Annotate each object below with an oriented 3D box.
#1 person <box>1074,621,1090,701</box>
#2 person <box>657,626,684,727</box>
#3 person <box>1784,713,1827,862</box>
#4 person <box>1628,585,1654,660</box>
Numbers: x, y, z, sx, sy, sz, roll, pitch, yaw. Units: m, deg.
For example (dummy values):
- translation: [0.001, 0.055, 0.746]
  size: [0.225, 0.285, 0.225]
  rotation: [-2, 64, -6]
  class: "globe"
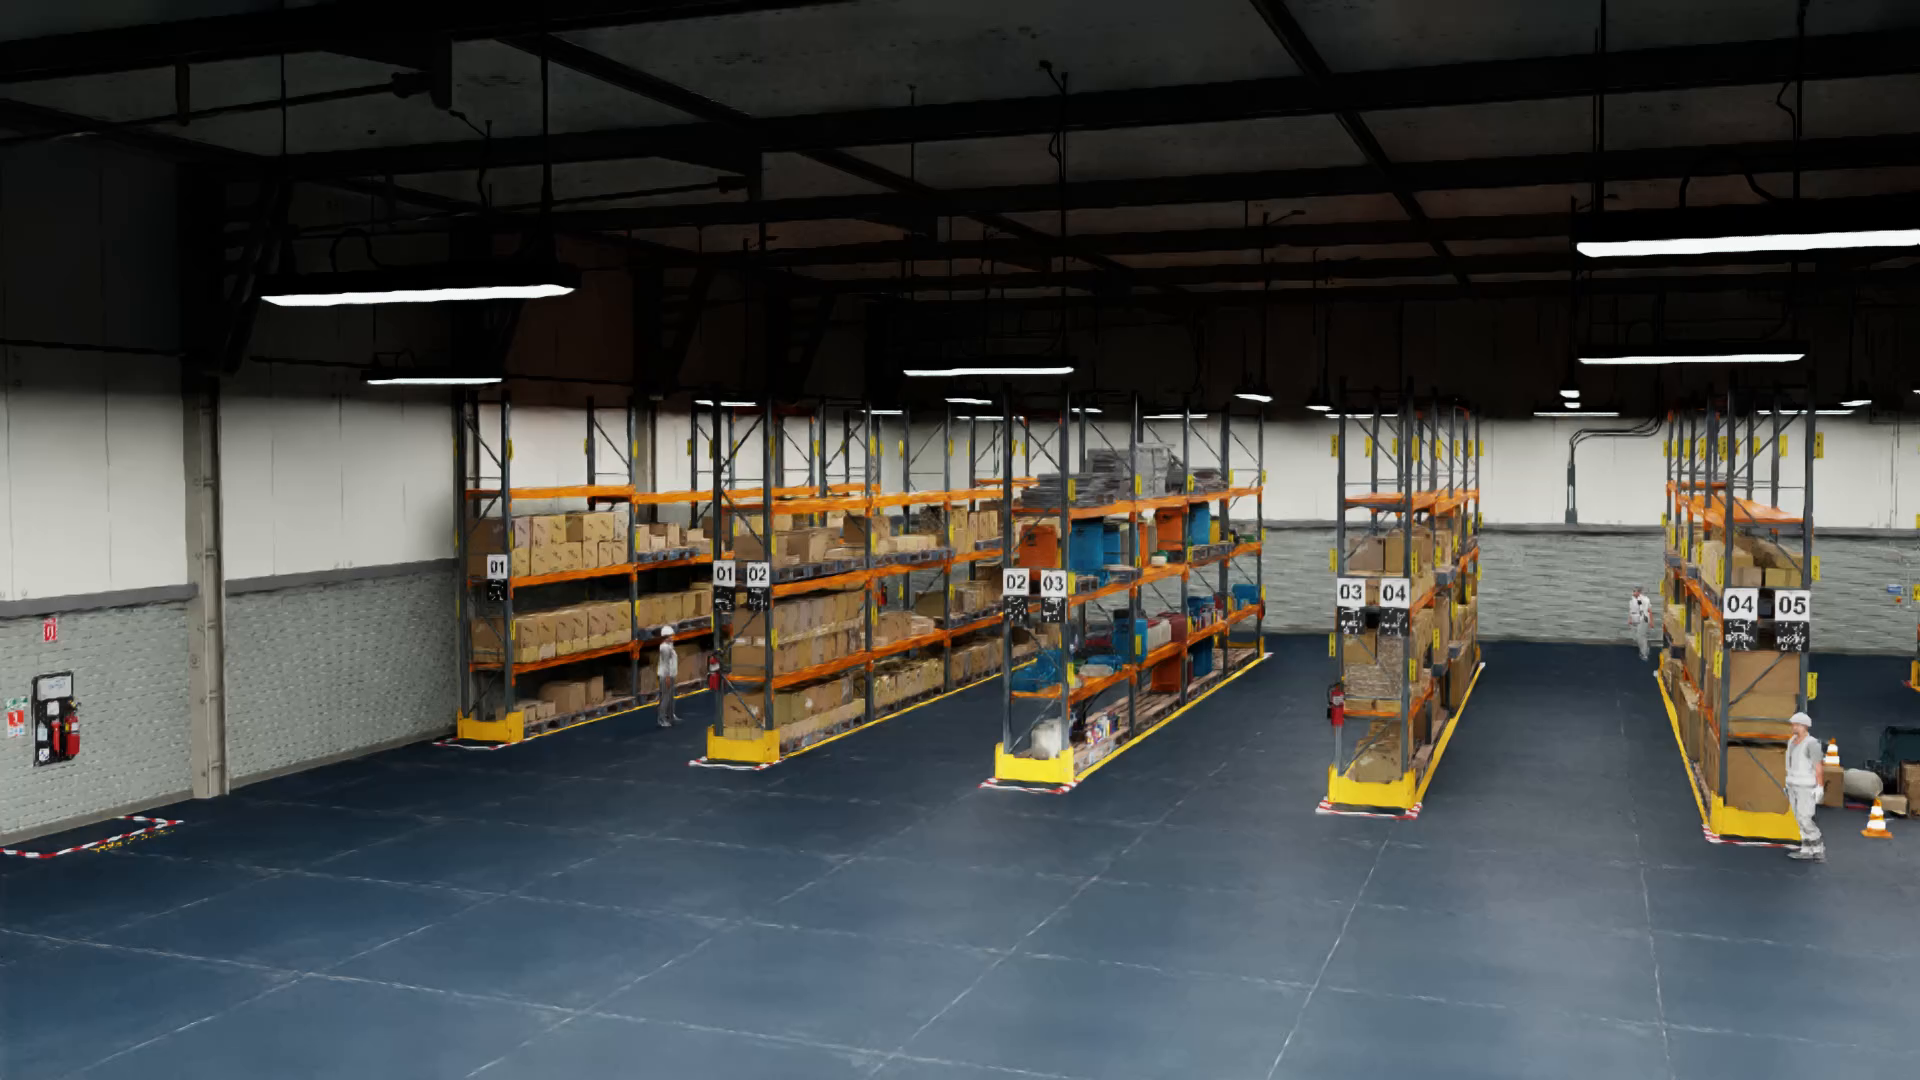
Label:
- translation: [2.490, 2.391, 33.064]
  size: [0.480, 1.541, 1.076]
  rotation: [1, 3, 25]
  class: "person"
- translation: [-5.231, 2.446, 29.984]
  size: [0.463, 1.783, 0.601]
  rotation: [0, 3, -8]
  class: "person"
- translation: [10.253, 2.989, 20.153]
  size: [0.386, 1.783, 0.624]
  rotation: [-1, 3, -10]
  class: "person"
- translation: [16.250, 1.954, 39.617]
  size: [0.479, 1.791, 0.658]
  rotation: [-1, 3, -15]
  class: "person"
